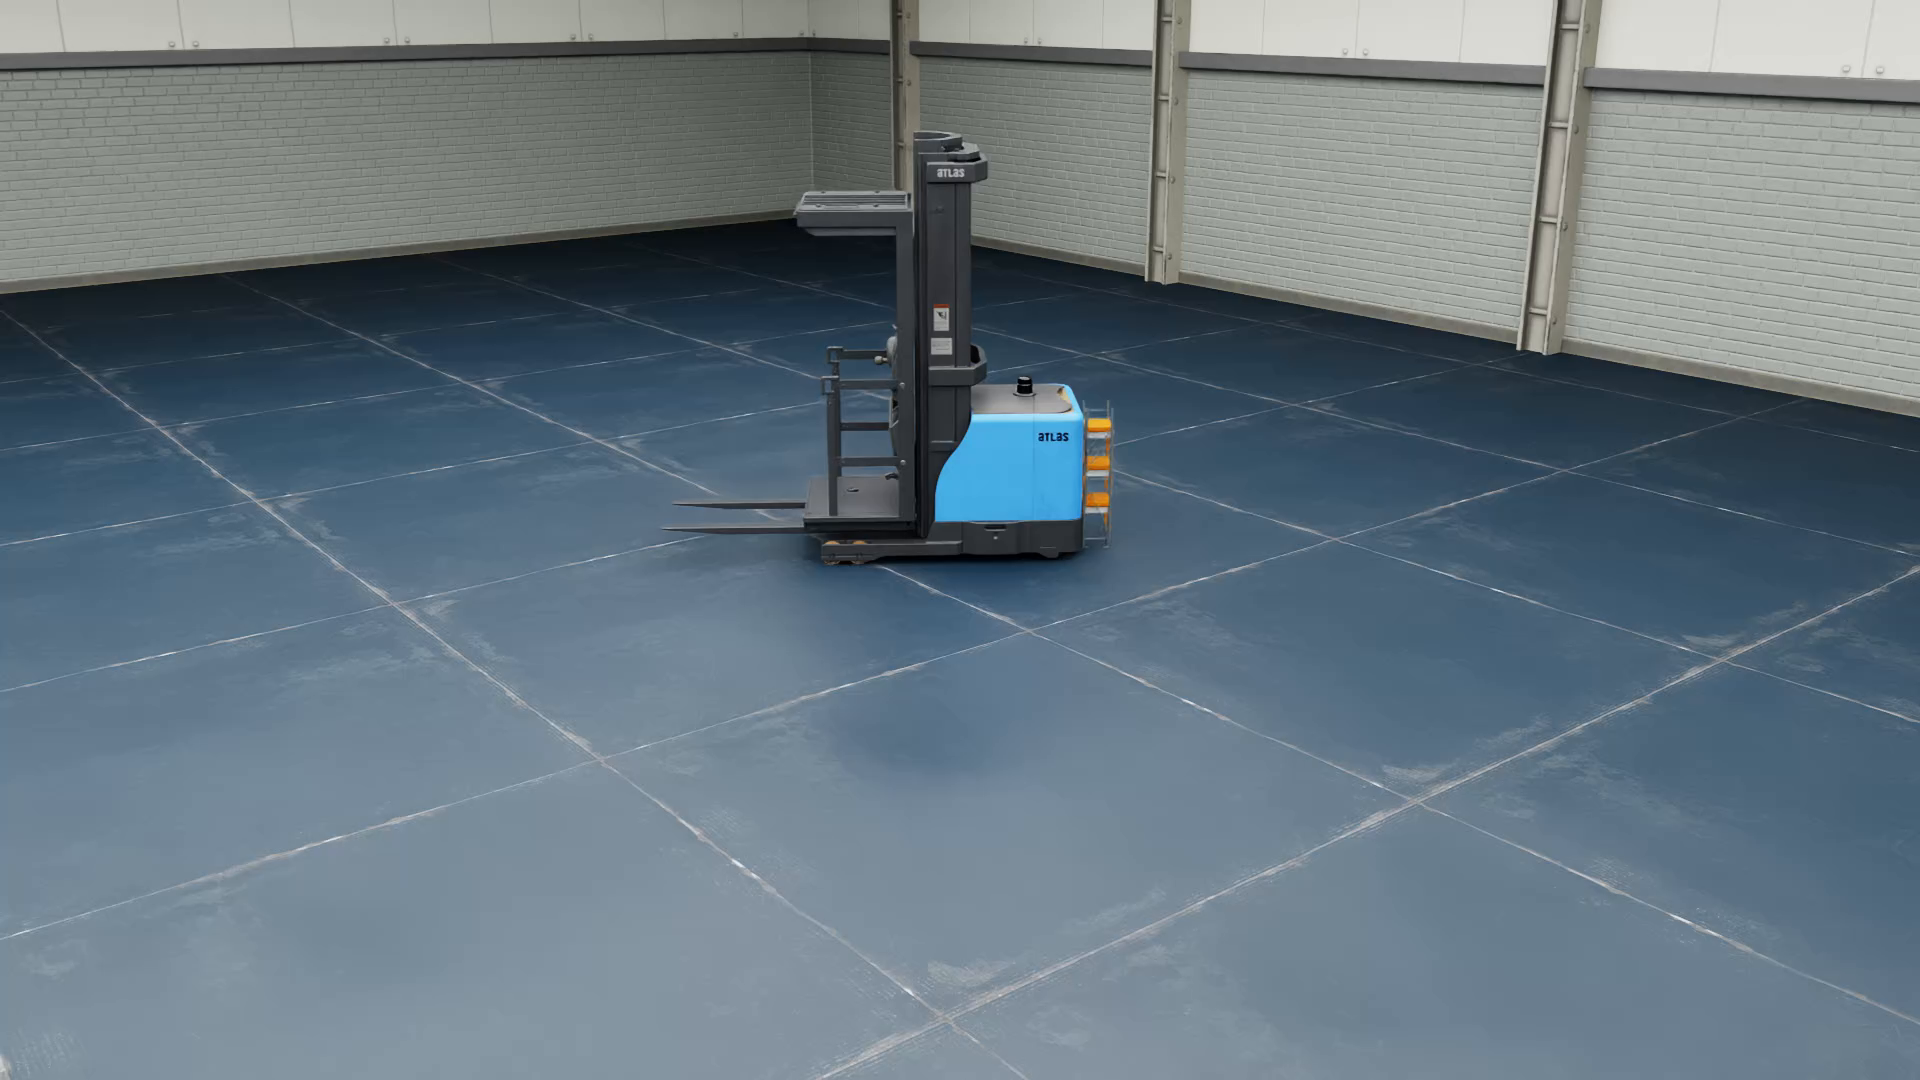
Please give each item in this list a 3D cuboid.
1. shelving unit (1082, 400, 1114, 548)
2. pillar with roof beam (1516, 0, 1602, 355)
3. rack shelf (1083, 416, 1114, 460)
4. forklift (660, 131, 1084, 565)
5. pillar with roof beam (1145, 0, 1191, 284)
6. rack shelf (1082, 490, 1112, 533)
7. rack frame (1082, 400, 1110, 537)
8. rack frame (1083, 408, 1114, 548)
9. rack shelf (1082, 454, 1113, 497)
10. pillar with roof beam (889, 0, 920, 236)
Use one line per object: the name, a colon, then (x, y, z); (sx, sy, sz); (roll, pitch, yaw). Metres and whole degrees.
shelving unit: (0.994, -0.480, 12.143); (0.215, 1.050, 0.252); (-1, 18, -2)
pillar with roof beam: (3.184, -5.577, 14.889); (9.100, 9.000, 0.400); (-14, 23, -36)
rack shelf: (0.994, -0.740, 12.057); (0.215, 0.259, 0.240); (-1, 18, -2)
forklift: (-0.647, -1.384, 11.879); (3.031, 2.935, 1.130); (-1, 18, -2)
pillar with roof beam: (-0.541, -7.055, 19.354); (9.100, 9.000, 0.400); (-14, 23, -36)
rack shelf: (0.994, -0.207, 12.234); (0.215, 0.259, 0.240); (-1, 18, -2)
rack frame: (0.989, -0.519, 12.259); (0.200, 1.050, 0.008); (-1, 18, -2)
rack frame: (0.998, -0.442, 12.028); (0.200, 1.050, 0.008); (-1, 18, -2)
rack shelf: (0.994, -0.470, 12.147); (0.215, 0.259, 0.240); (-1, 18, -2)
pillar with roof beam: (-4.266, -8.534, 23.819); (9.100, 9.000, 0.400); (-14, 23, -36)
